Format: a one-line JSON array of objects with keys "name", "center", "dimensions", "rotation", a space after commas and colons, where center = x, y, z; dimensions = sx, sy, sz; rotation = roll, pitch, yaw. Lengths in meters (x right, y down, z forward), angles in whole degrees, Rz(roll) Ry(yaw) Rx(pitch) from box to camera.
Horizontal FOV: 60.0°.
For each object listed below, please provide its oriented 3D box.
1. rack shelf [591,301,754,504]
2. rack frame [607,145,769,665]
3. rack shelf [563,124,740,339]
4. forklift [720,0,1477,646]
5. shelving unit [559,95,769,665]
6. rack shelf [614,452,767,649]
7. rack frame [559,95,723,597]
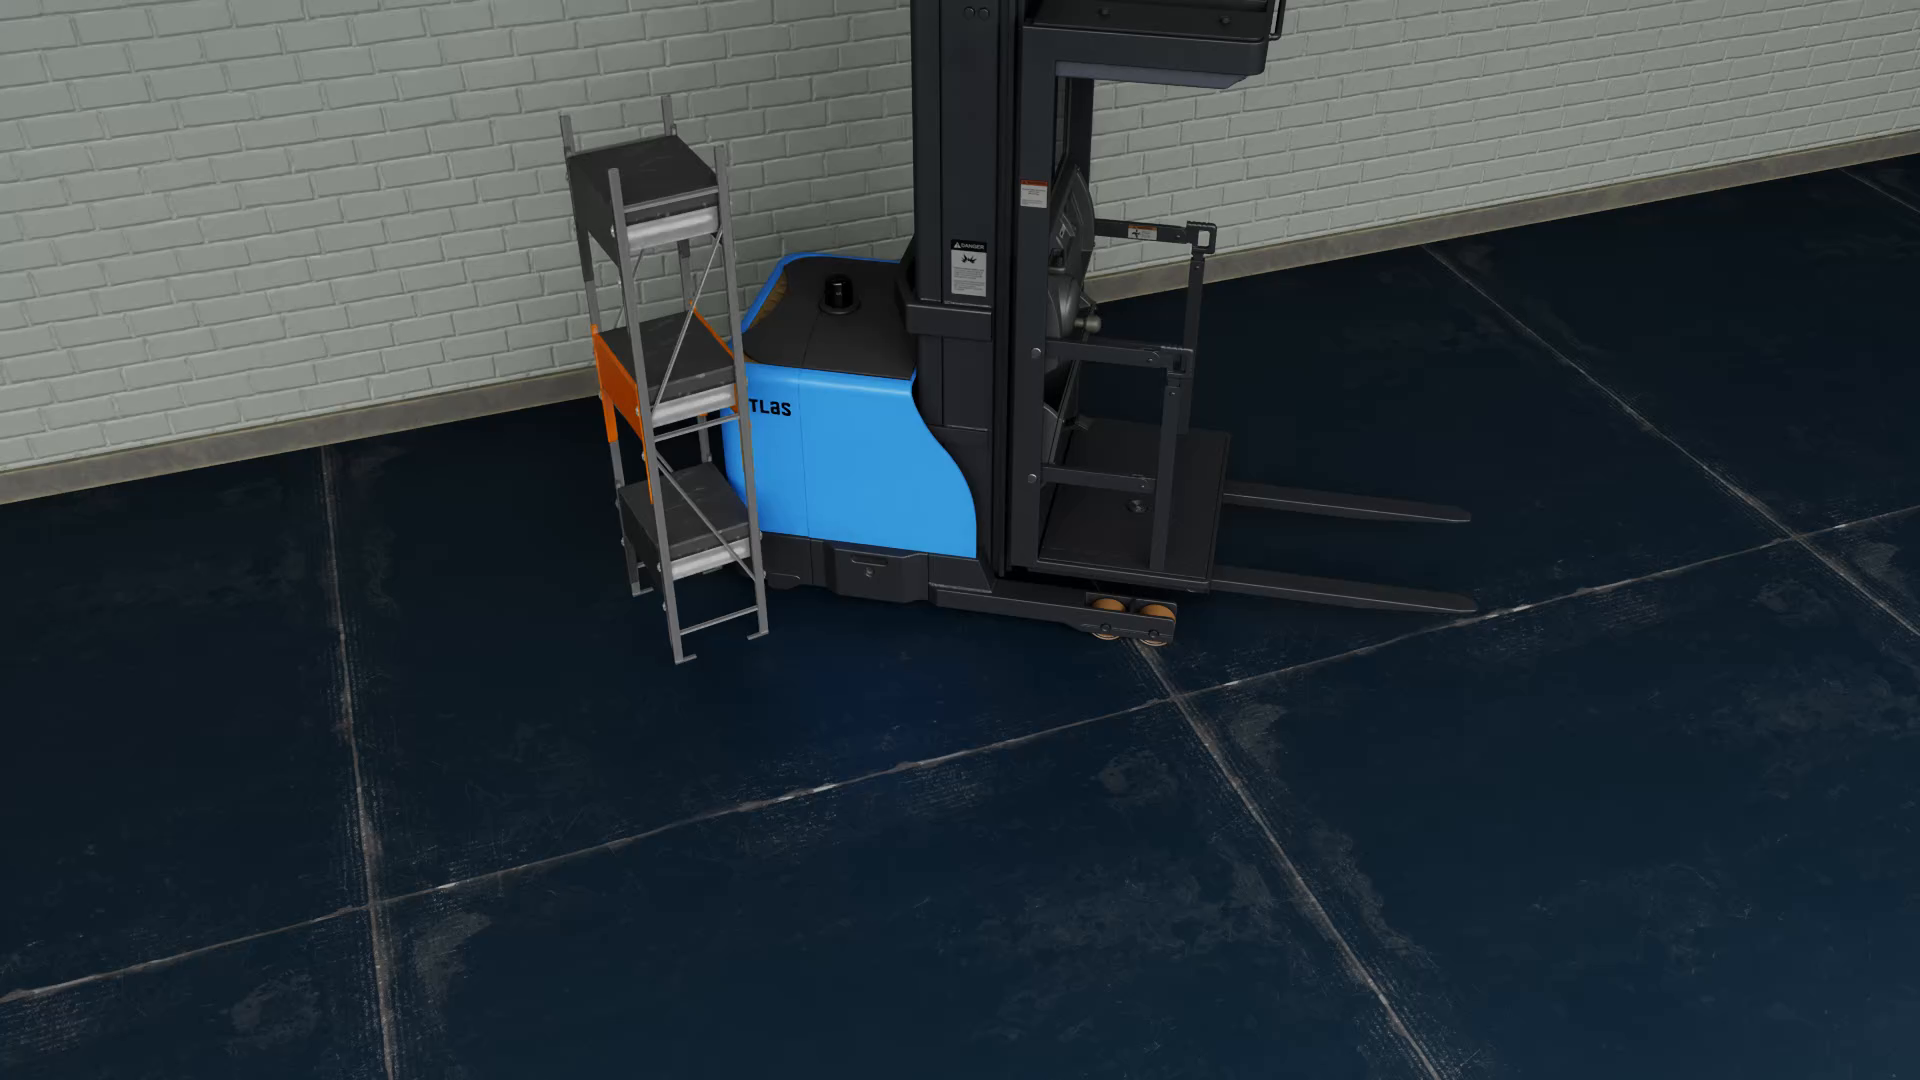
[{"name": "rack shelf", "center": [-1.073, -0.523, 6.222], "dimensions": [0.431, 0.518, 0.480], "rotation": [-18, 41, -23]}, {"name": "rack frame", "center": [-0.955, -0.405, 6.043], "dimensions": [0.400, 2.100, 0.015], "rotation": [-18, 41, -23]}, {"name": "rack shelf", "center": [-1.073, -1.082, 5.801], "dimensions": [0.431, 0.518, 0.480], "rotation": [-18, 41, -23]}, {"name": "forklift", "center": [0.610, -1.095, 6.268], "dimensions": [3.031, 2.935, 1.130], "rotation": [7, 38, 9]}, {"name": "shelving unit", "center": [-1.073, -0.534, 6.214], "dimensions": [0.431, 2.100, 0.503], "rotation": [-18, 41, -23]}, {"name": "rack shelf", "center": [-1.073, 0.036, 6.643], "dimensions": [0.431, 0.518, 0.480], "rotation": [-18, 41, -23]}, {"name": "rack frame", "center": [-1.190, -0.663, 6.384], "dimensions": [0.400, 2.100, 0.015], "rotation": [-18, 41, -23]}]
